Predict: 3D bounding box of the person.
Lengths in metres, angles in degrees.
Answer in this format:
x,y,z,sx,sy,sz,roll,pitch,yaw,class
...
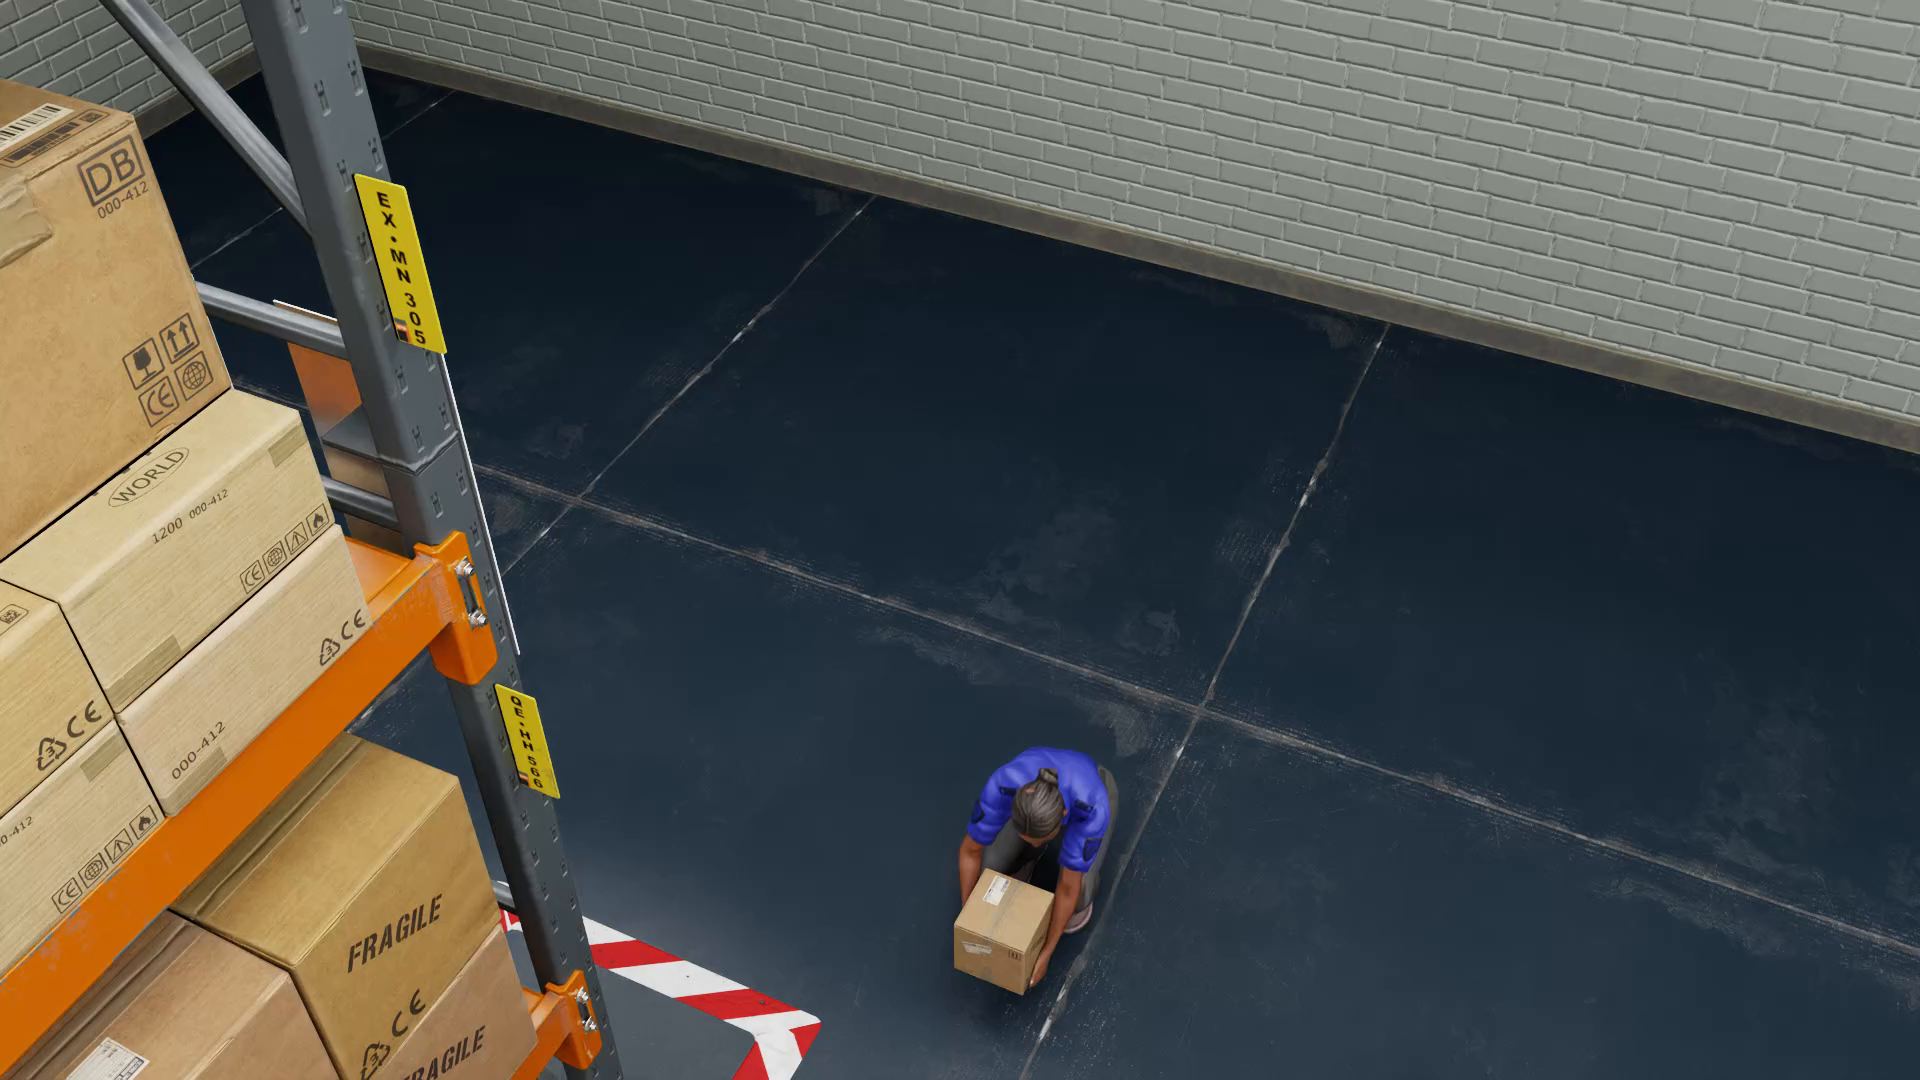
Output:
x,y,z,sx,sy,sz,roll,pitch,yaw,class
0.277,0.992,5.621,0.469,0.938,0.827,17,45,18,person
